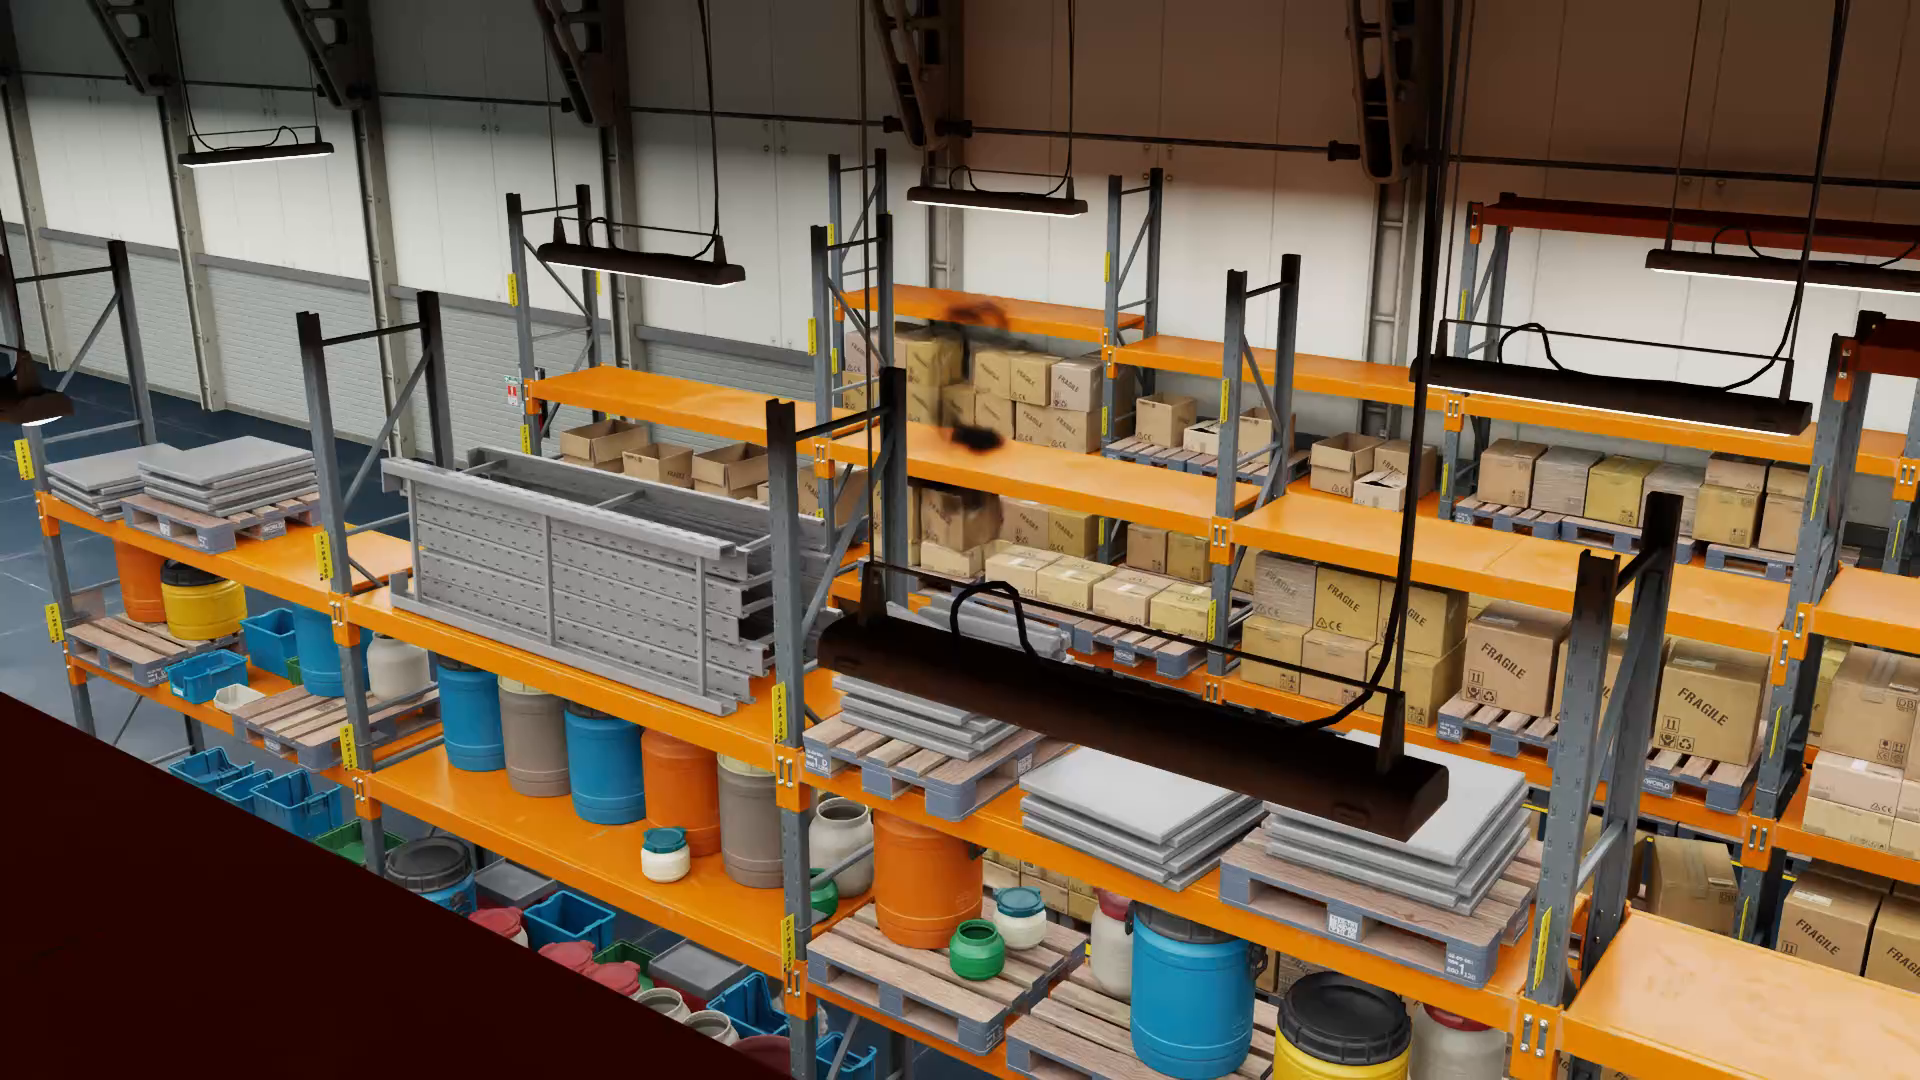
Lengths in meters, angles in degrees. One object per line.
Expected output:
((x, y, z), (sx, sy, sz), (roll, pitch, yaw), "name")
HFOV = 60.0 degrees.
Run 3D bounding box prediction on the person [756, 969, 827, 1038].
((-1.375, 3.229, 12.873), (0.766, 1.703, 0.657), (13, 22, 34), "person")
